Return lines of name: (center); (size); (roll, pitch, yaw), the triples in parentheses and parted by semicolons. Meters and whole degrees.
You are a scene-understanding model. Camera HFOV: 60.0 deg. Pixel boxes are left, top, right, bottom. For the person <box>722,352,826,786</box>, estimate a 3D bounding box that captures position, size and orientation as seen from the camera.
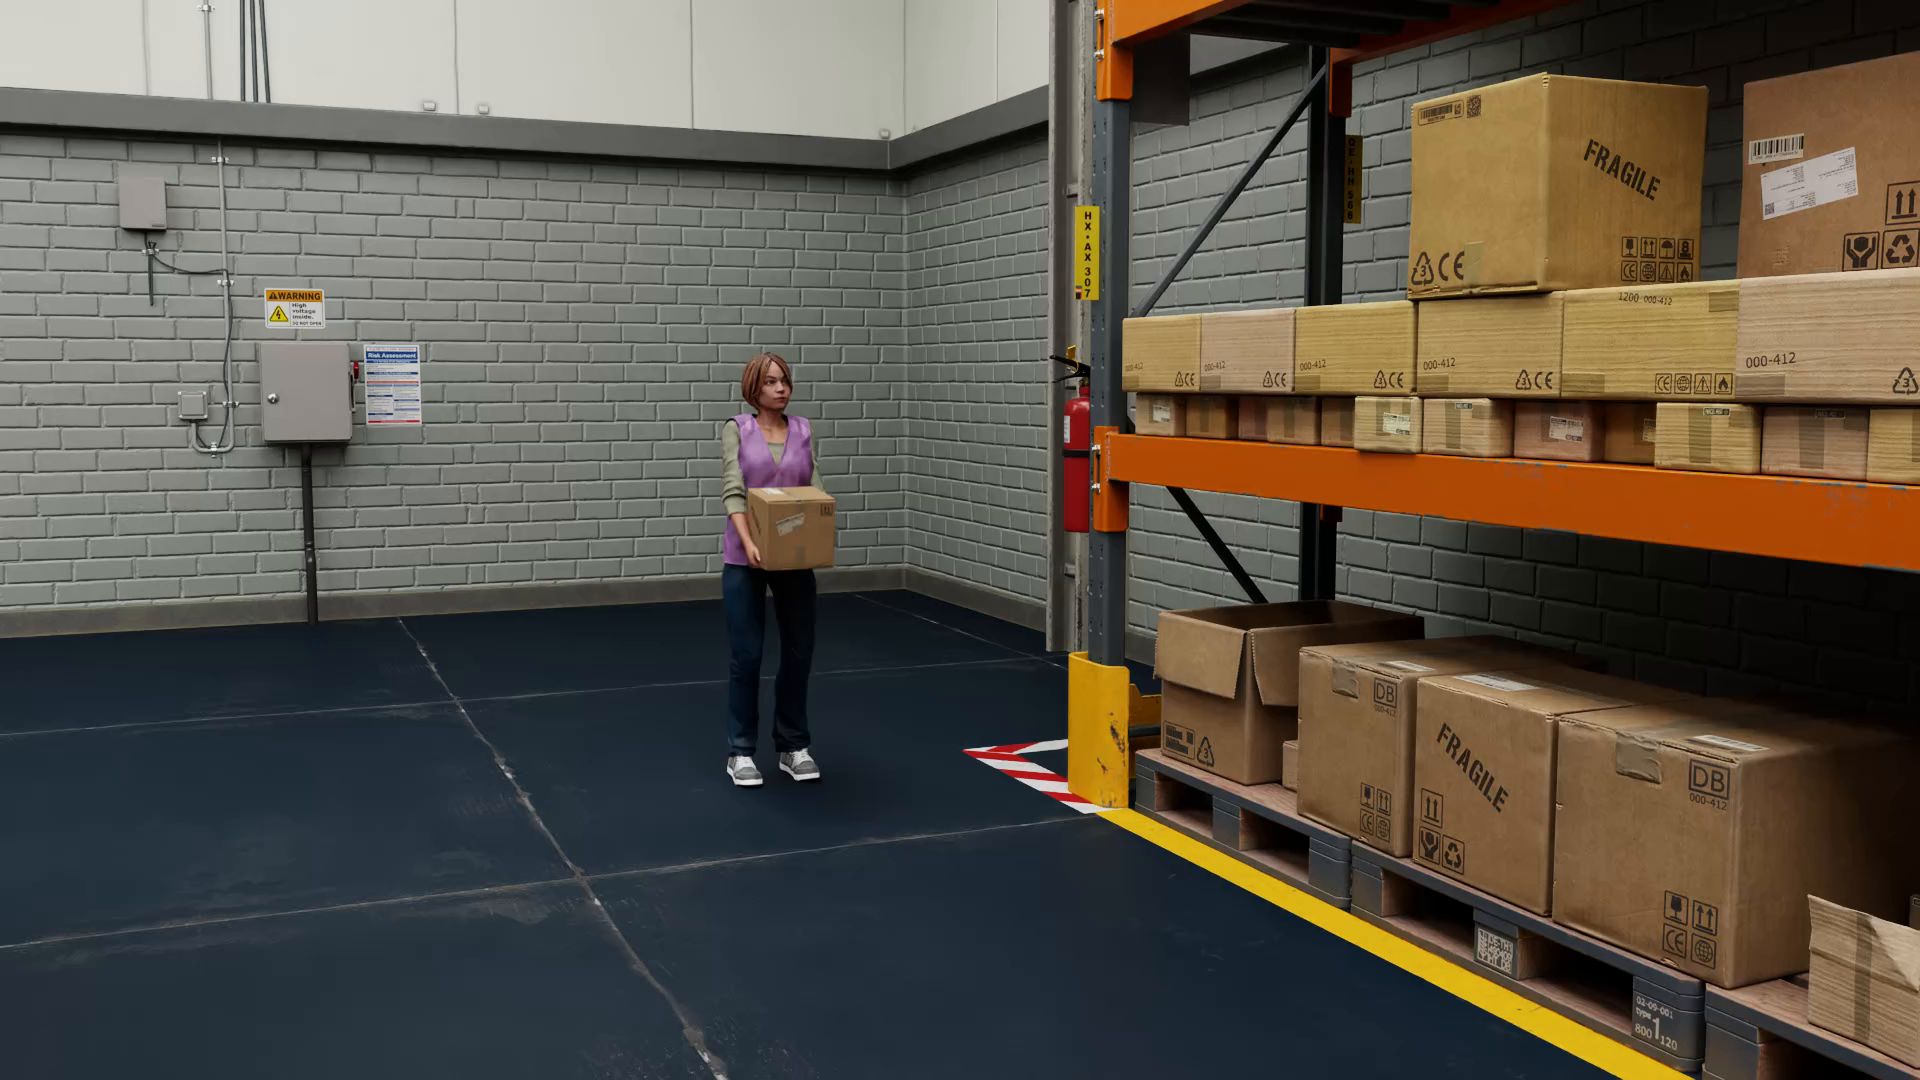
person: (-0.674, 0.110, 6.118); (0.404, 1.596, 0.490); (-2, 6, -23)
